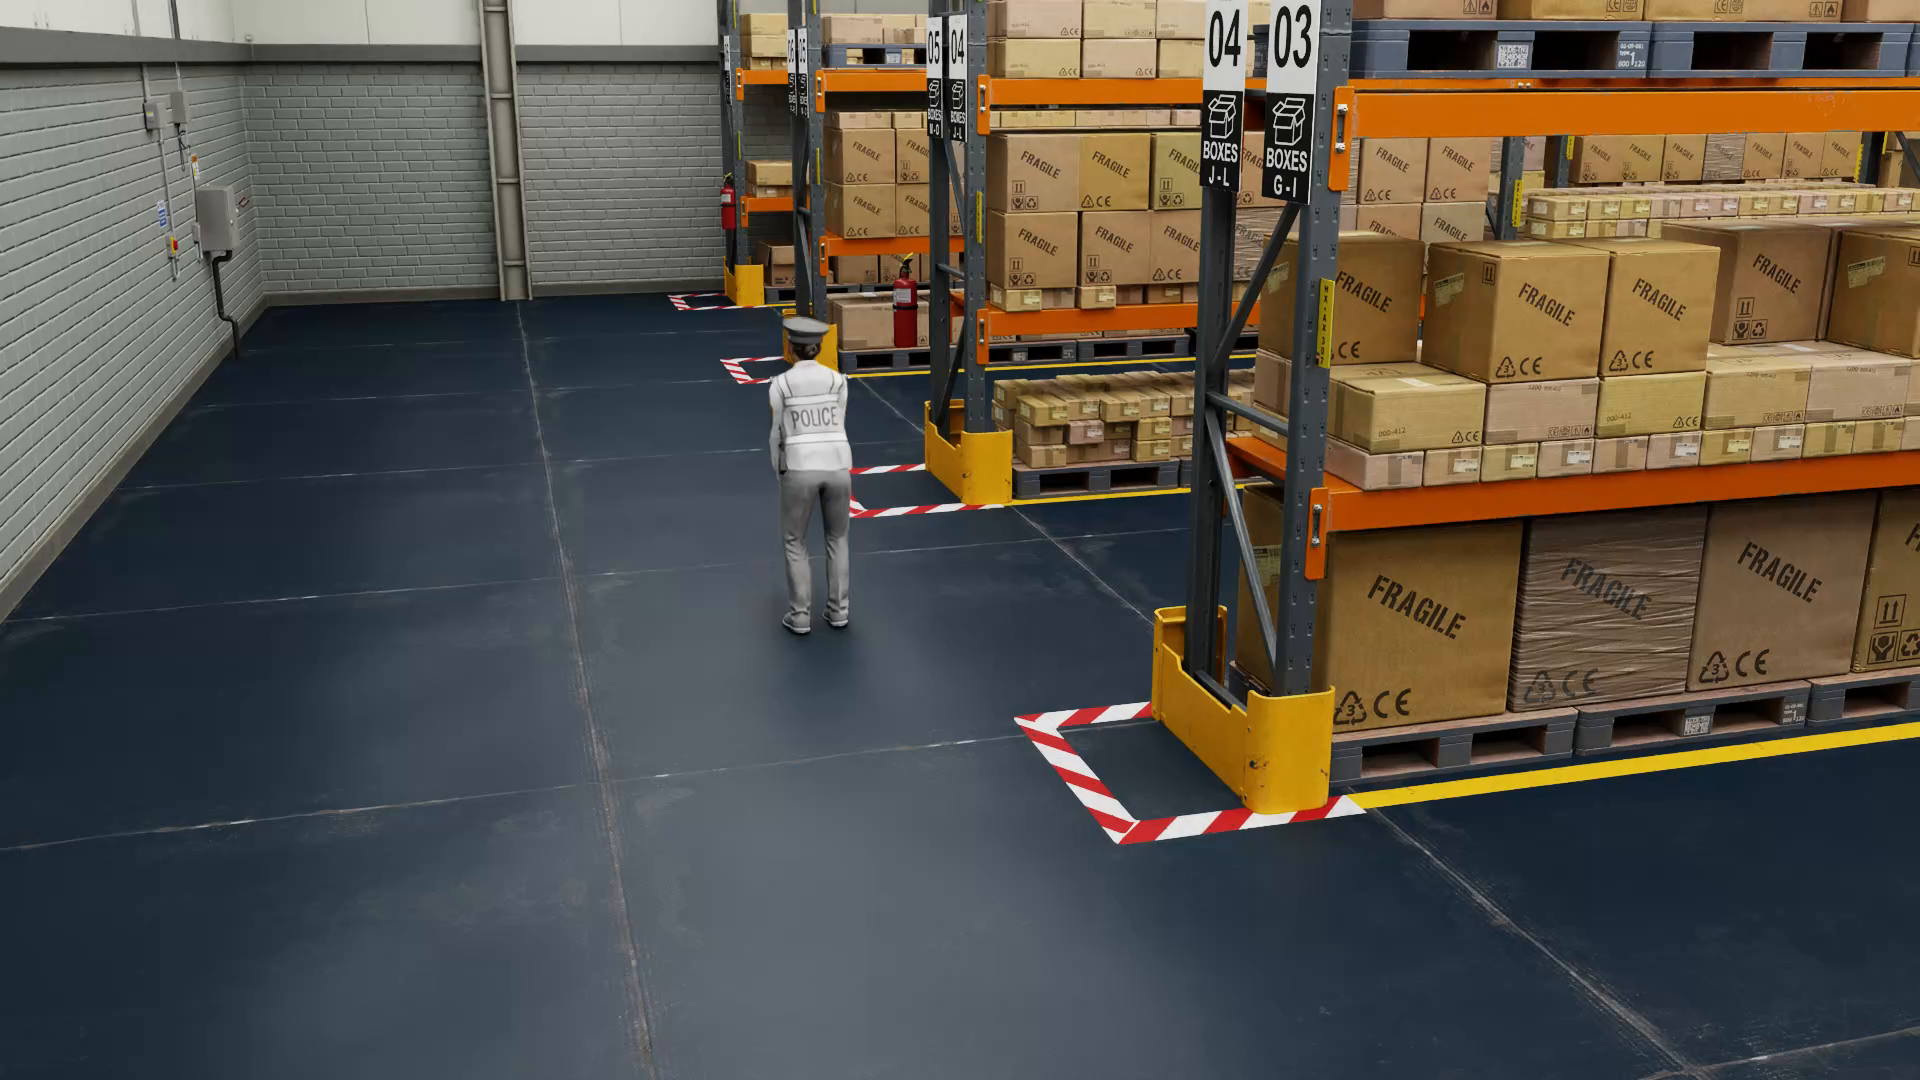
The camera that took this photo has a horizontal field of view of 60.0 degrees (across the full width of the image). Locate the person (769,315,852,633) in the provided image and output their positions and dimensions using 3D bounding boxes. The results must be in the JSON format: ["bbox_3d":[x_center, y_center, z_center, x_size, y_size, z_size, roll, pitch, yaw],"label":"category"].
[{"bbox_3d":[-0.790,-0.343,8.763,0.414,1.648,0.550,-5,17,-16],"label":"person"}]
